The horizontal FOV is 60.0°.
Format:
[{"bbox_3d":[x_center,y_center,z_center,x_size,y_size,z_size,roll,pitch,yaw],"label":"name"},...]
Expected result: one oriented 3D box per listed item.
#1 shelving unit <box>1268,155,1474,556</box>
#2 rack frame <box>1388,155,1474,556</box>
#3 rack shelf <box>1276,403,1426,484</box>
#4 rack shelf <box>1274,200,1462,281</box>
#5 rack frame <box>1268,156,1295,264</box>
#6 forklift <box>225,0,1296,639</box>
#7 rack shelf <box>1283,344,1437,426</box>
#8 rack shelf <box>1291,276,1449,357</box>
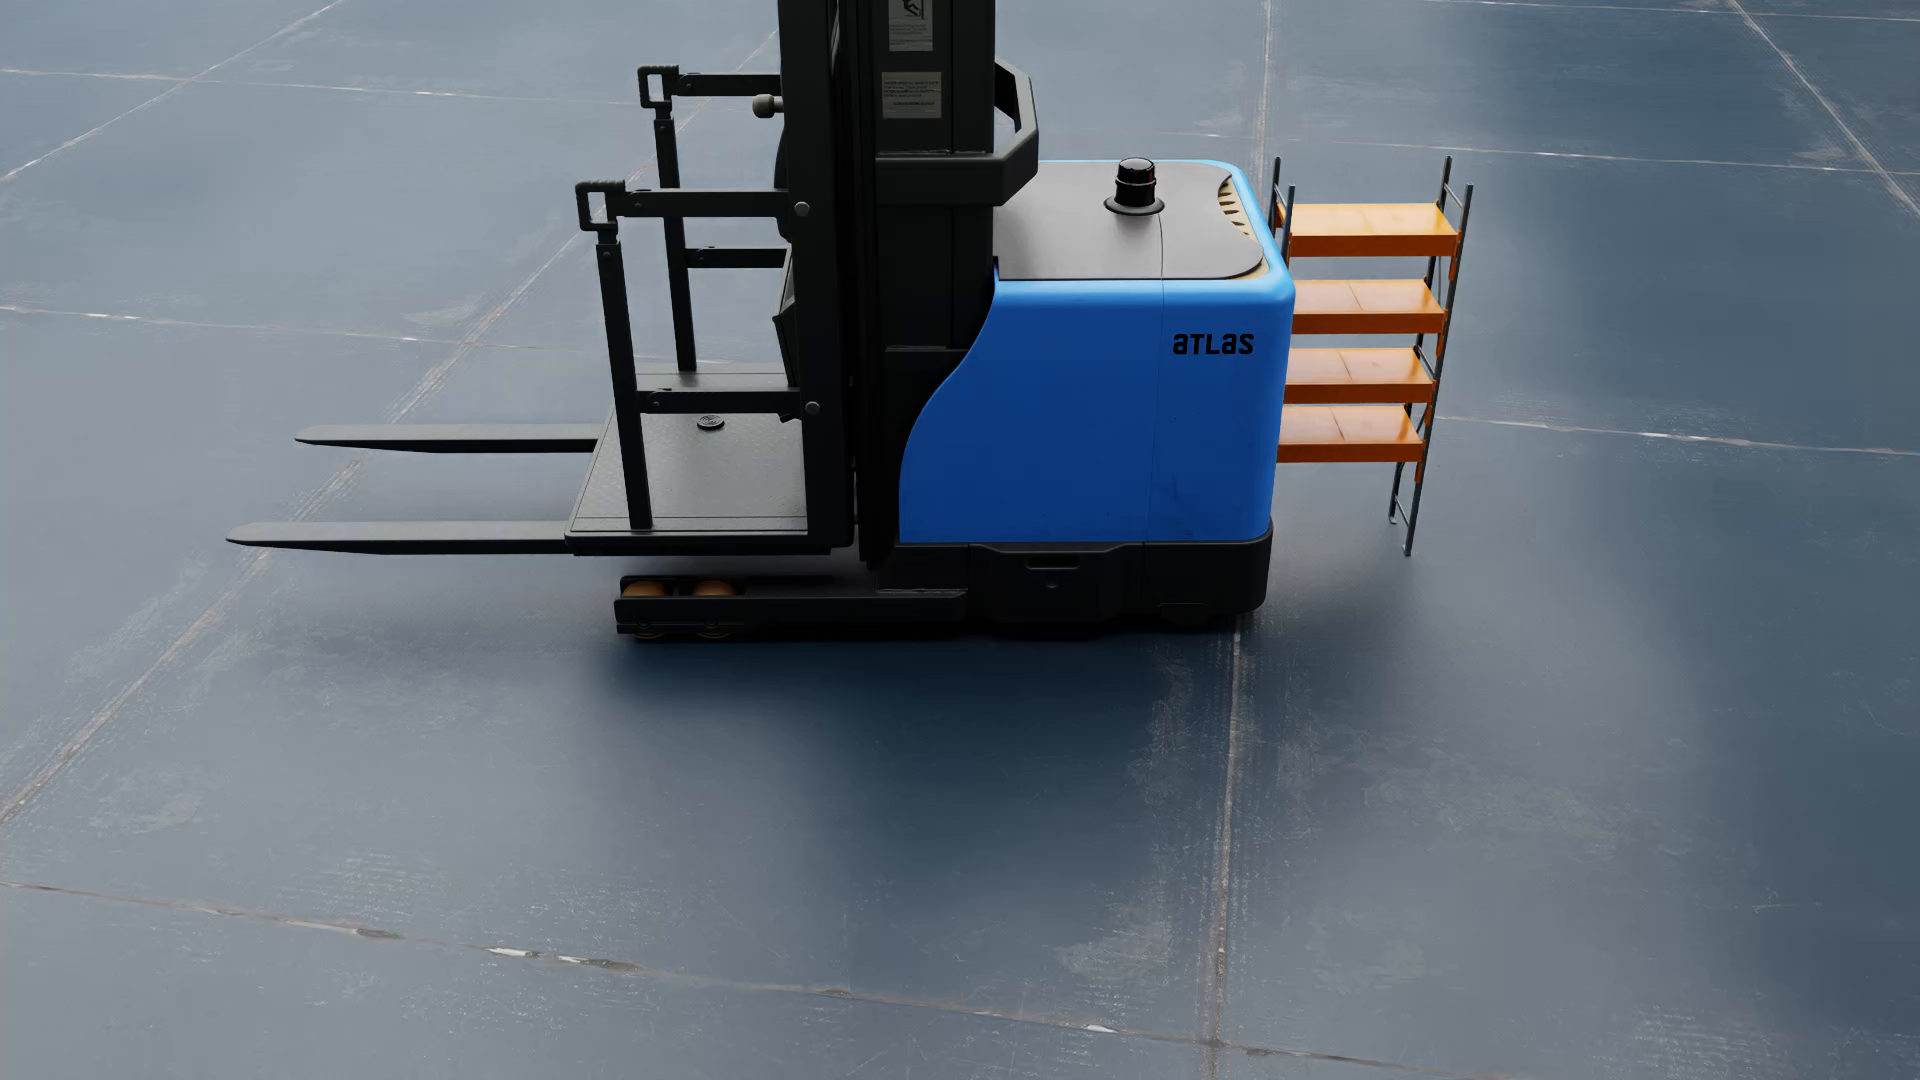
[{"bbox_3d":[1.149,-0.522,4.953,0.503,1.200,0.258,0,32,-1],"label":"shelving unit"},{"bbox_3d":[1.393,-0.524,4.956,0.015,1.200,0.240,0,32,-1],"label":"rack frame"},{"bbox_3d":[1.149,-0.297,5.094,0.480,0.148,0.258,0,32,-1],"label":"rack shelf"},{"bbox_3d":[1.149,-0.855,4.745,0.480,0.148,0.258,0,32,-1],"label":"rack shelf"},{"bbox_3d":[0.905,-0.520,4.950,0.015,1.200,0.240,0,32,-1],"label":"rack frame"},{"bbox_3d":[-0.627,-1.239,4.468,3.031,2.935,1.130,0,32,0],"label":"forklift"},{"bbox_3d":[1.149,-0.465,4.989,0.480,0.148,0.258,0,32,-1],"label":"rack shelf"},{"bbox_3d":[1.149,-0.655,4.870,0.480,0.148,0.258,0,32,-1],"label":"rack shelf"}]
